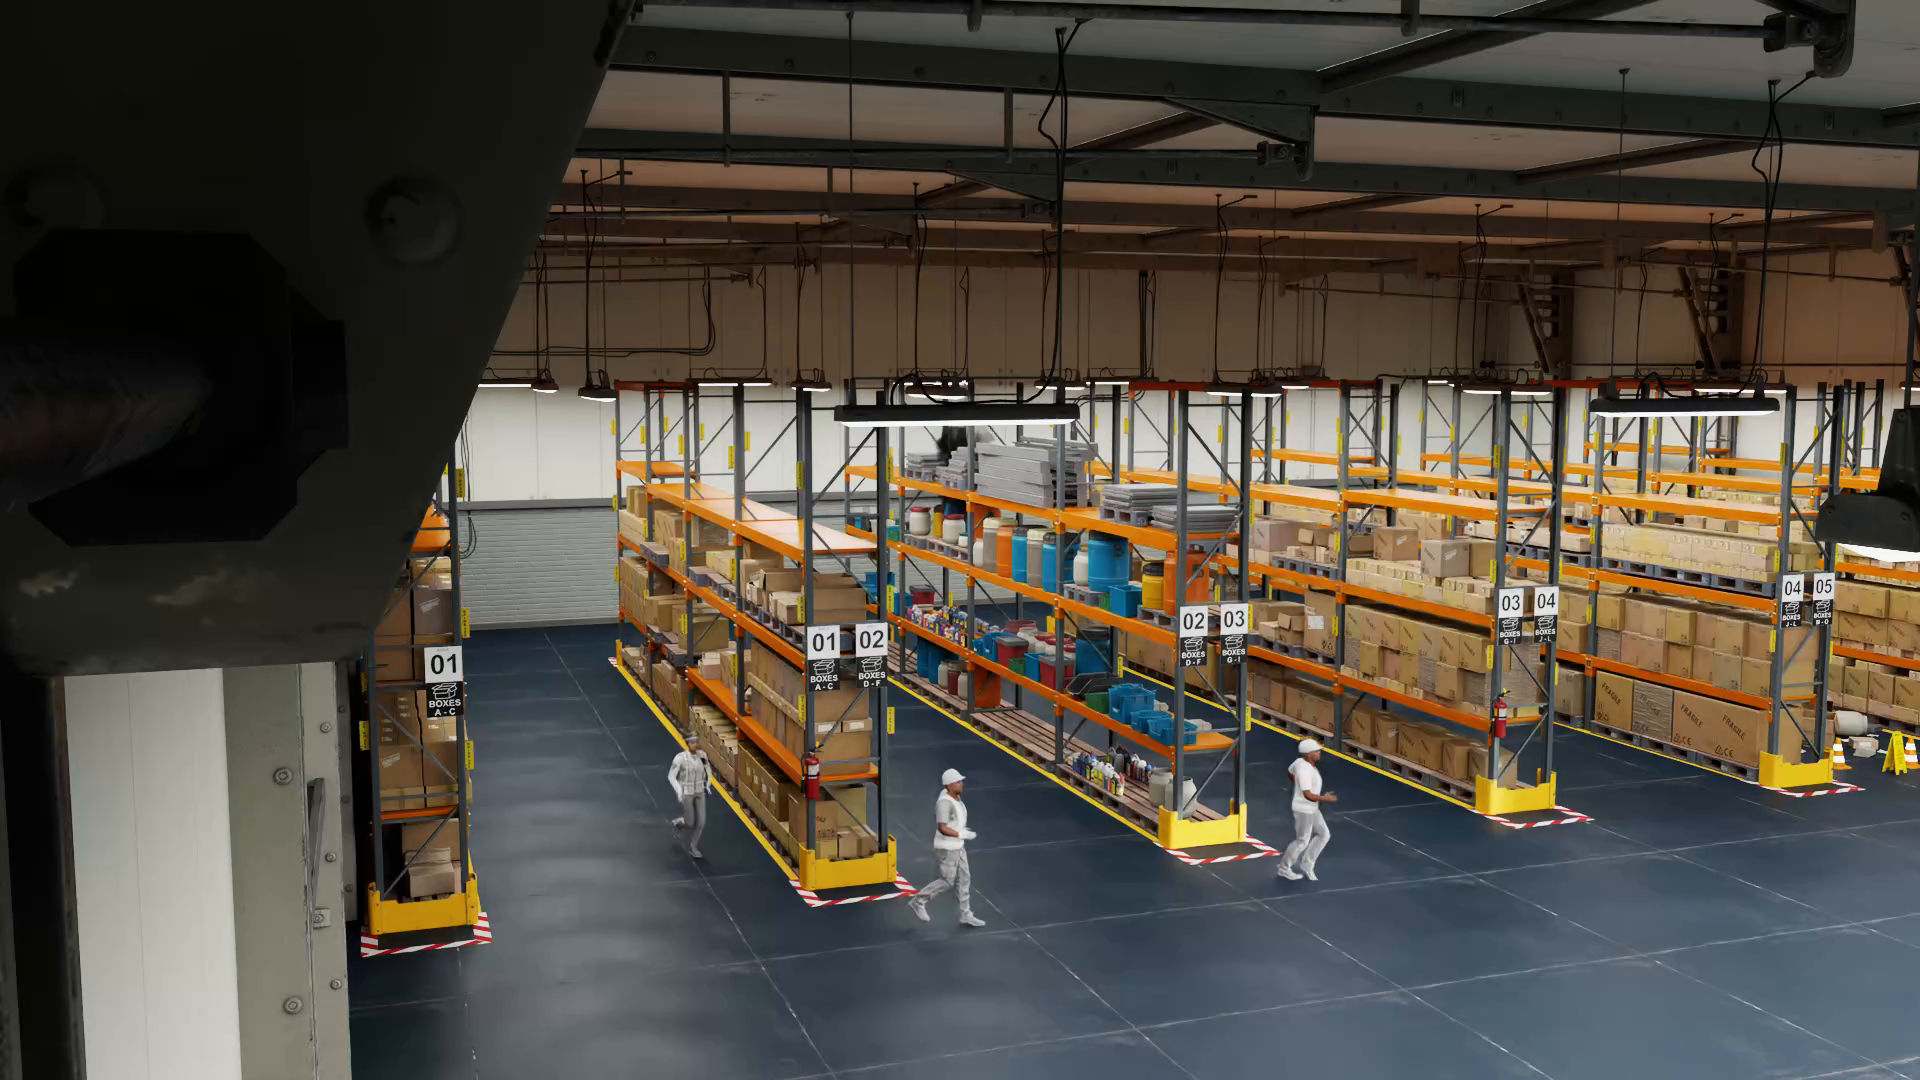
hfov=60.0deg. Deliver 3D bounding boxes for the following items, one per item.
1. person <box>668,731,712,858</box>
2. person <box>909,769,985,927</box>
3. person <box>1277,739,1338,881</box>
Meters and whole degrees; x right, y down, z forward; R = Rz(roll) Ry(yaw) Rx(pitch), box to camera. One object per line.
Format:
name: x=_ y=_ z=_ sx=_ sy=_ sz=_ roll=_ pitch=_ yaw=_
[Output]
person: x=-3.497 y=3.250 z=21.519 sx=0.603 sy=1.648 sz=0.593 roll=-4 pitch=7 yaw=-33
person: x=-0.139 y=3.464 z=18.755 sx=0.863 sy=1.794 sz=0.708 roll=1 pitch=6 yaw=11
person: x=4.262 y=3.326 z=20.346 sx=0.718 sy=1.815 sz=0.724 roll=2 pitch=6 yaw=16
